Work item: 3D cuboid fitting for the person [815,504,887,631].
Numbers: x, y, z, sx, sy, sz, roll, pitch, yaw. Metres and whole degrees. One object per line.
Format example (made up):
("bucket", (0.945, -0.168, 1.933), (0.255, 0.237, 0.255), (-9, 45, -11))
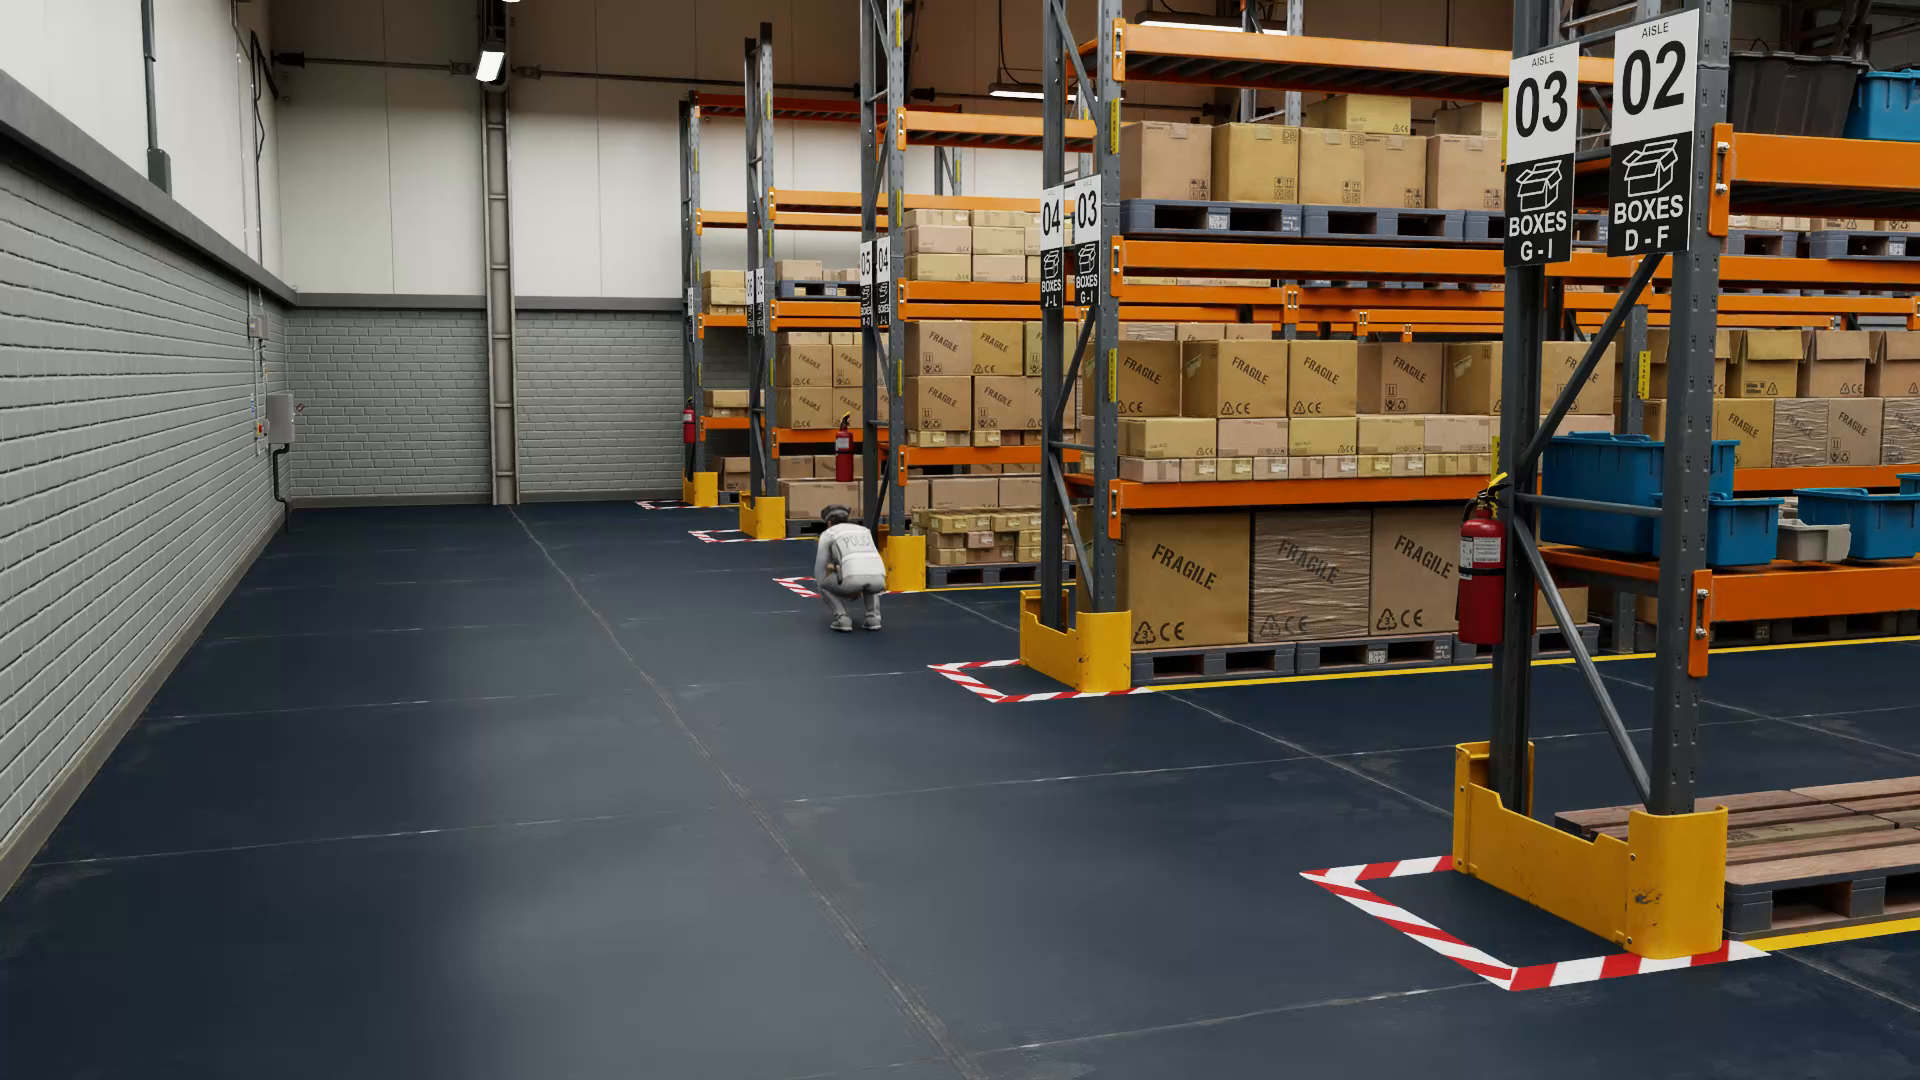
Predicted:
("person", (-0.852, 0.212, 12.995), (0.501, 0.961, 0.823), (-2, 6, -19))
